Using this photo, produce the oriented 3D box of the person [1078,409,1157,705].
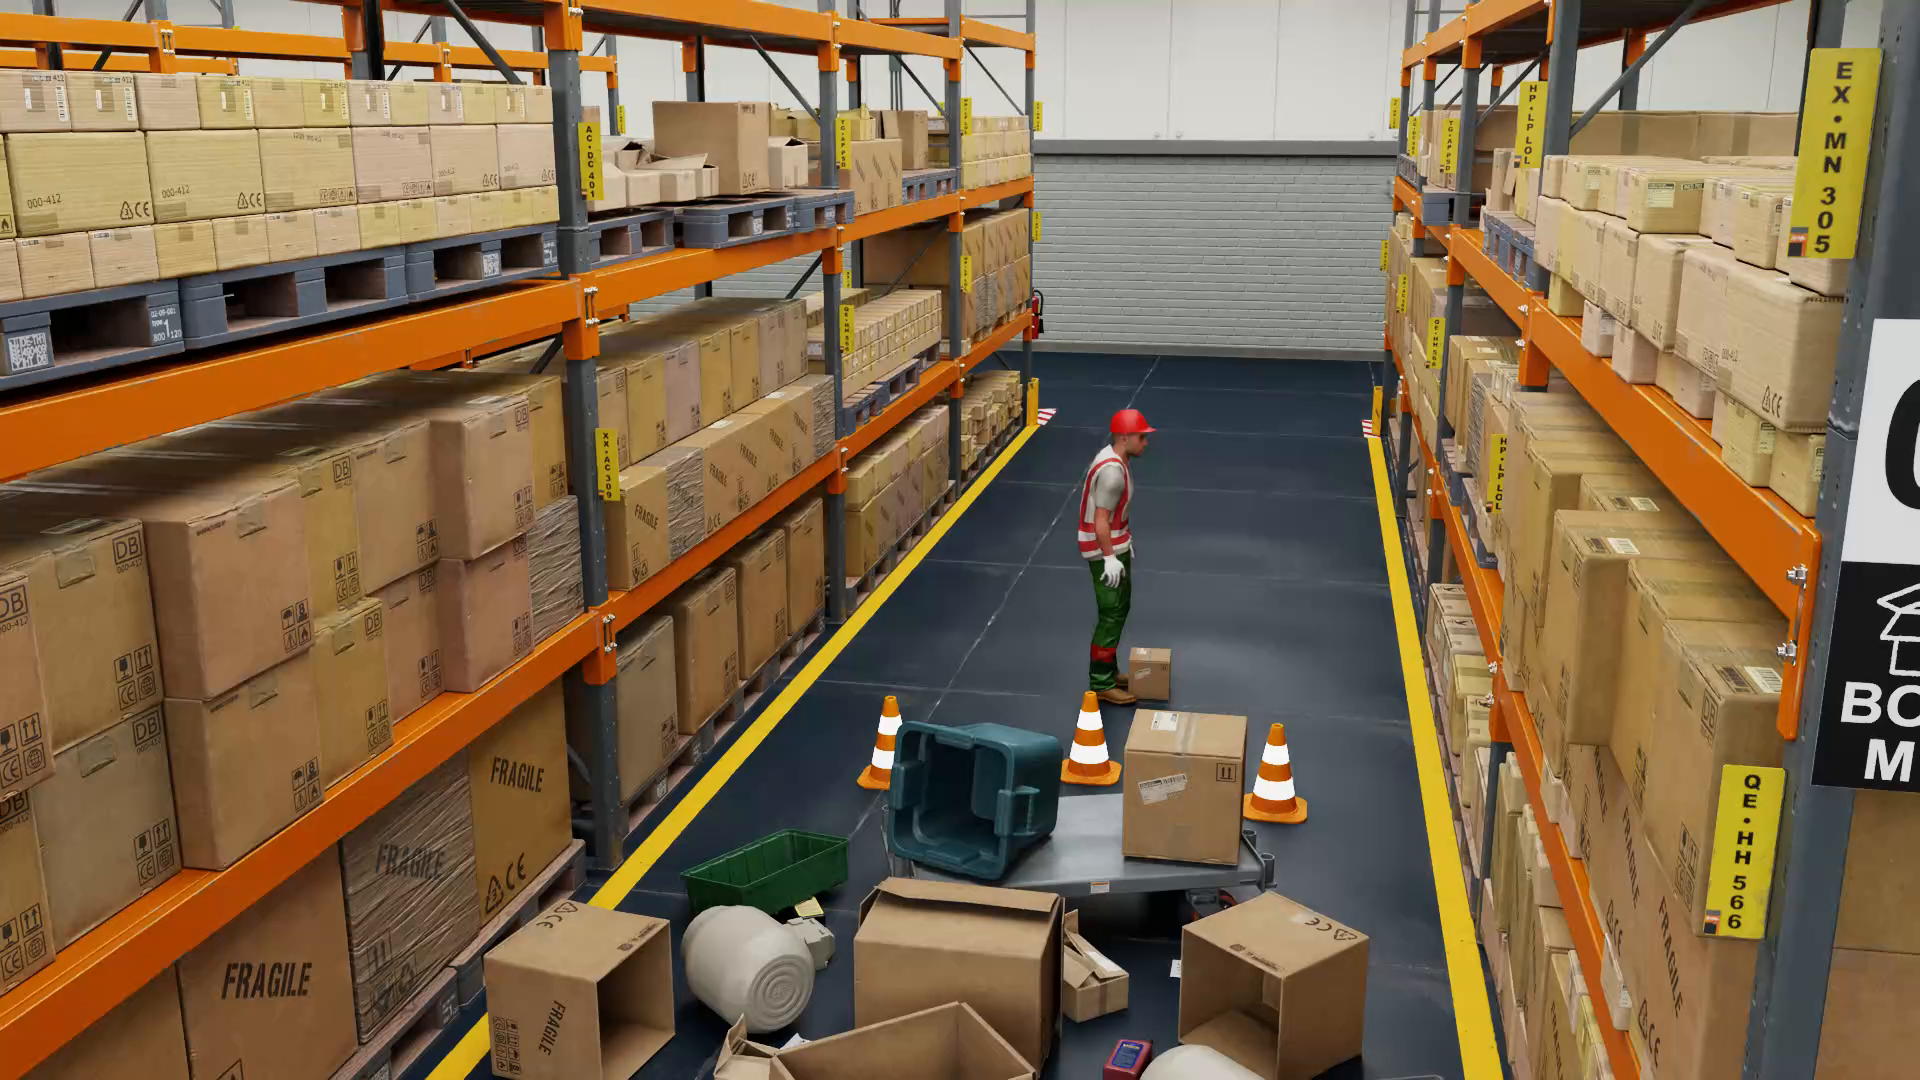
[{"bbox_3d":[0.949,0.083,10.158,0.452,1.778,0.607,3,15,11],"label":"person"}]
